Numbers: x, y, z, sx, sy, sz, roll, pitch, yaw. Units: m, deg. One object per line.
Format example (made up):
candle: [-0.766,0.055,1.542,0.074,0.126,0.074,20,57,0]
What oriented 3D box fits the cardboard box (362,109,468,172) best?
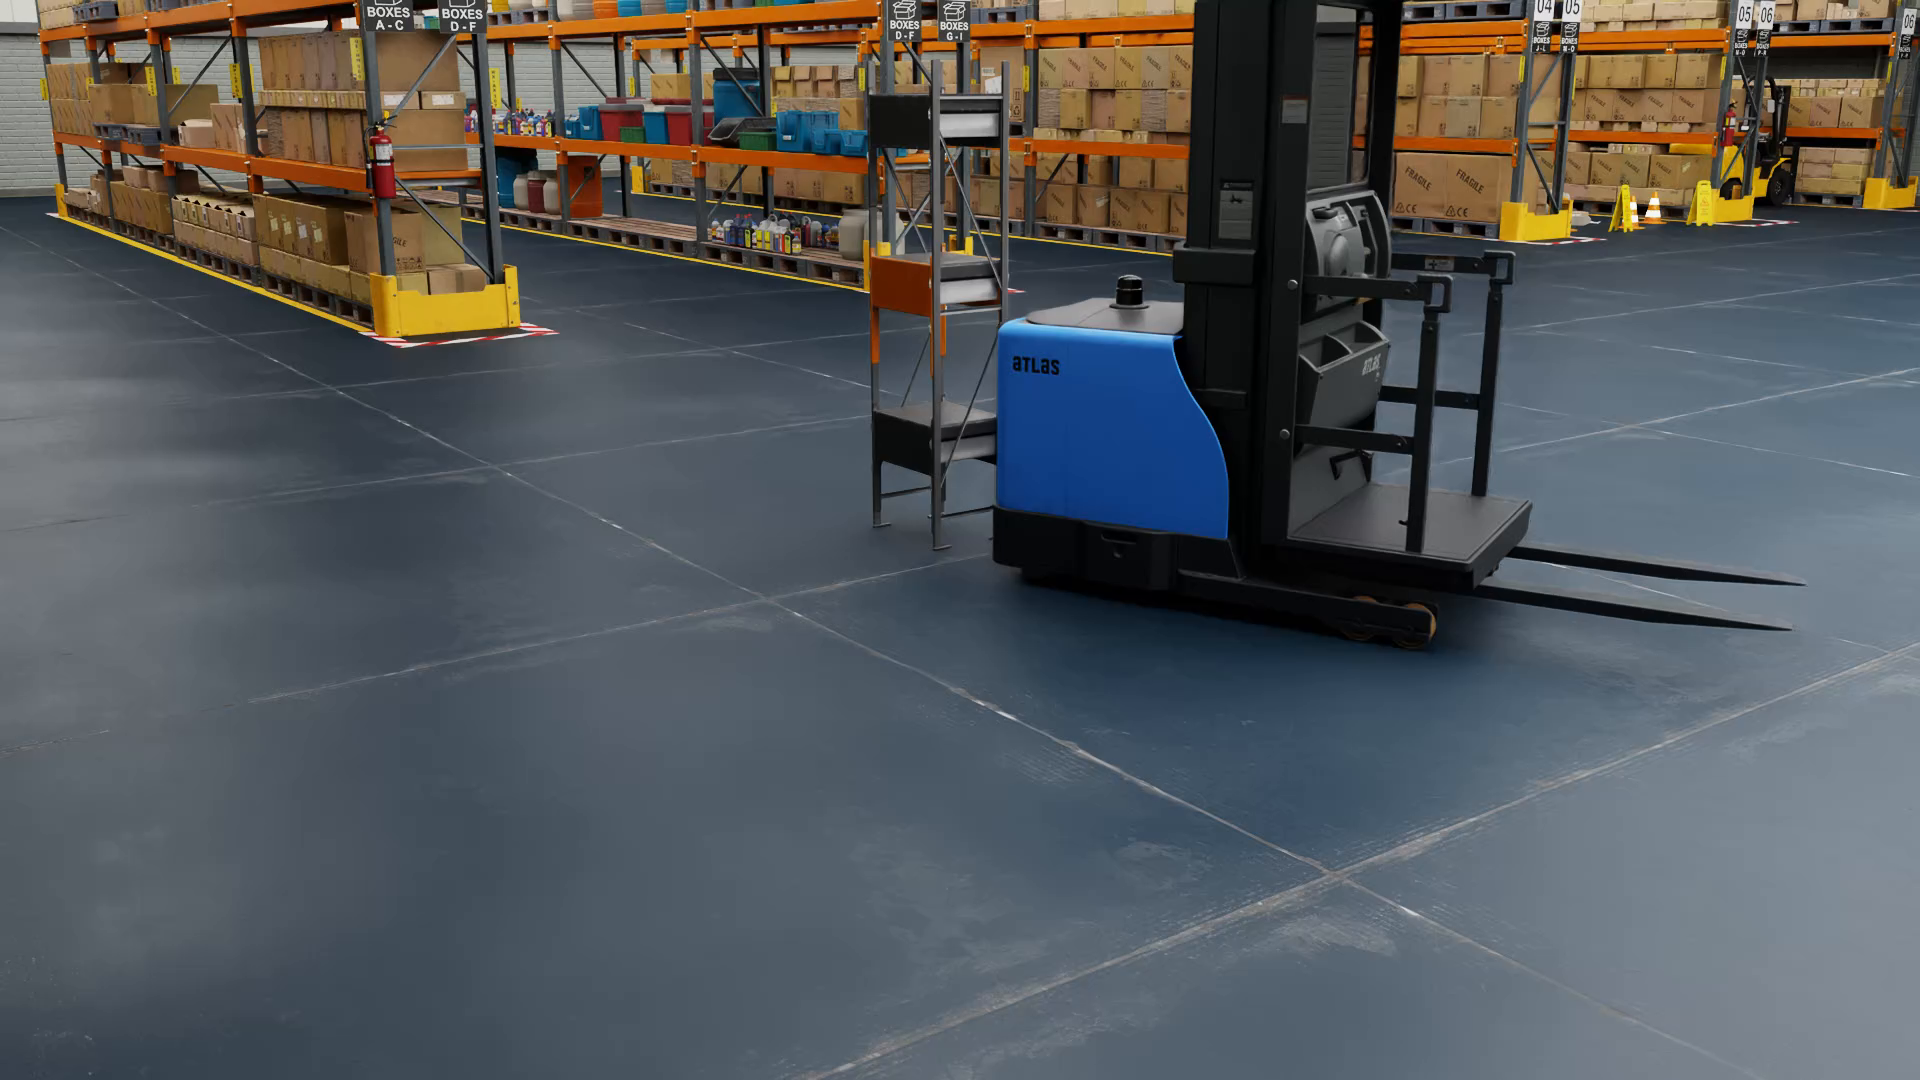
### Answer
cardboard box: [-4.608,-3.386,14.075,0.700,0.500,0.500,-11,19,-35]

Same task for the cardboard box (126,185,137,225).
cardboard box: [-10.702,-4.444,22.031,0.500,0.500,0.500,-11,19,-34]

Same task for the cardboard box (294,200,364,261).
cardboard box: [-5.793,-2.860,15.337,0.500,0.500,0.500,-11,19,-35]

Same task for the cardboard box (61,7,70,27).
cardboard box: [-12.487,-7.449,23.712,0.500,0.250,0.500,-11,19,-35]

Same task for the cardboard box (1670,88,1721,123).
cardboard box: [11.145,-6.576,25.166,0.500,0.500,0.500,-11,19,-36]

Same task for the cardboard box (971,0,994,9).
cardboard box: [0.568,-7.643,23.145,0.797,0.503,0.637,-10,18,-32]

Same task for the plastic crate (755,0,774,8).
plastic crate: [-1.980,-5.823,17.890,0.336,0.188,0.450,-11,19,-35]

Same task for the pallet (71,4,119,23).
pallet: [-11.073,-7.004,22.159,1.213,0.211,1.003,-11,19,-35]

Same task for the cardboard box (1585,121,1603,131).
cardboard box: [10.176,-6.603,26.494,0.380,0.149,0.250,-11,19,-35]

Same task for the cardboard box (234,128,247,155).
cardboard box: [-7.362,-4.184,17.437,0.396,0.266,0.258,-11,19,-36]

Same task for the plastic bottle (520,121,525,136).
plastic bottle: [-6.211,-5.859,23.676,0.097,0.201,0.097,0,15,0]

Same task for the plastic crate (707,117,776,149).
plastic crate: [-2.482,-4.697,19.171,0.767,0.338,0.504,-11,19,-35]

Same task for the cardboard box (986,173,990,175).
cardboard box: [0.733,-7.038,32.215,0.380,0.149,0.250,-12,19,-37]

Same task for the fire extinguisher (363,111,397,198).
fire extinguisher: [-4.650,-3.101,13.371,0.296,0.674,0.183,-11,19,-35]

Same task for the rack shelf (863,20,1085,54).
rack shelf: [0.143,-7.154,23.712,1.077,0.370,4.000,-11,19,-35]

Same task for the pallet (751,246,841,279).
pallet: [-1.605,-3.102,18.511,1.003,0.211,1.213,-11,19,-35]

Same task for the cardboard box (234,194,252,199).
cardboard box: [-8.230,-3.907,19.521,0.500,0.311,0.500,-11,19,-35]

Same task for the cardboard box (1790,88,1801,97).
cardboard box: [14.495,-7.744,28.769,0.380,0.149,0.250,-11,19,-34]

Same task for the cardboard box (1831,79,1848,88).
cardboard box: [14.973,-7.730,28.155,0.380,0.149,0.250,-10,18,-33]

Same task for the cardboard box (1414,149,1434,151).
cardboard box: [9.978,-8.064,35.297,0.500,0.500,0.500,-10,18,-32]

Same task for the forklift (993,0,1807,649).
forklift: [1.673,-1.173,6.308,3.031,2.935,1.130,9,18,29]

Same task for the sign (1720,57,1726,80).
sign: [11.226,-6.940,24.458,0.100,0.325,0.005,-11,19,-35]

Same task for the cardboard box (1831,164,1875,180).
cardboard box: [15.161,-6.255,28.214,0.500,0.250,0.500,-11,19,-35]

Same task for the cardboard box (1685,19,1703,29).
cardboard box: [11.078,-7.717,24.884,0.380,0.149,0.250,-11,19,-34]

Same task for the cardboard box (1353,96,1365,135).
cardboard box: [6.181,-6.123,23.981,0.875,0.550,0.550,-11,19,-35]

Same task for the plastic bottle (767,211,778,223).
plastic bottle: [-2.192,-3.677,19.514,0.144,0.351,0.185,-11,19,-35]

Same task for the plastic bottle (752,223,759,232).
plastic bottle: [-2.320,-3.452,18.840,0.097,0.271,0.097,0,15,0]

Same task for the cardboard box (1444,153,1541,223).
cardboard box: [7.290,-4.833,22.782,0.875,0.875,0.875,-11,19,-34]

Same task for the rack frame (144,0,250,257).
rack frame: [-9.048,-4.944,19.958,1.000,3.000,0.127,-11,19,-35]

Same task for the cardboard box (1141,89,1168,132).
cardboard box: [2.720,-5.288,20.461,0.875,0.500,0.500,-11,19,-35]

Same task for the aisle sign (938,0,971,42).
aisle sign: [-0.056,-5.288,16.290,0.394,0.787,0.004,-11,19,-35]

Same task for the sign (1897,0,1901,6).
sign: [15.253,-8.837,26.970,0.100,0.325,0.005,-11,19,-35]

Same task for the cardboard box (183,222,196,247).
cardboard box: [-8.681,-3.556,19.299,0.500,0.250,0.500,-12,19,-36]

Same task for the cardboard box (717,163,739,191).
cardboard box: [-3.708,-6.666,29.479,0.875,0.875,0.875,-11,19,-35]

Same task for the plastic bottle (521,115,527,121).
plastic bottle: [-6.286,-5.982,23.971,0.061,0.283,0.133,-11,19,-35]

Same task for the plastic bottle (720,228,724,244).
plastic bottle: [-2.735,-3.541,19.299,0.097,0.201,0.097,0,15,0]

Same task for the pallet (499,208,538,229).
pallet: [-6.250,-4.789,24.675,1.003,0.211,1.213,-11,19,-35]

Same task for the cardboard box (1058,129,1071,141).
cardboard box: [1.508,-5.309,21.765,0.380,0.149,0.250,-11,19,-35]

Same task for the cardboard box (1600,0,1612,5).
cardboard box: [10.237,-8.438,26.008,0.380,0.149,0.250,-10,18,-33]

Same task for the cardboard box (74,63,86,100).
cardboard box: [-12.210,-6.505,23.579,0.500,0.500,0.500,-11,19,-36]

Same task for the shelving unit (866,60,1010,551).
shelving unit: [-0.097,-1.048,7.428,0.431,2.100,0.503,-11,19,-35]

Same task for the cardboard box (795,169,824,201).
cardboard box: [-1.940,-6.001,27.048,1.225,0.875,0.875,-11,19,-34]

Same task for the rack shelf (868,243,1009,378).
rack shelf: [-0.097,-1.035,7.432,0.431,0.518,0.480,-11,19,-35]

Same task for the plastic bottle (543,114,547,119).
plastic bottle: [-6.171,-6.209,24.813,0.152,0.276,0.135,-11,19,-35]

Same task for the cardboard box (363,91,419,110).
cardboard box: [-4.723,-3.649,13.808,0.380,0.149,0.250,-11,19,-35]

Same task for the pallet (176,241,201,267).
pallet: [-8.595,-3.417,19.662,1.003,0.211,1.213,-11,19,-35]

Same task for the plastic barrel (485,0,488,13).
plastic barrel: [-7.284,-8.130,24.863,0.433,0.535,0.433,0,15,0]

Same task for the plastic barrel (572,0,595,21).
plastic barrel: [-4.732,-7.192,21.538,0.600,0.901,0.600,0,15,0]

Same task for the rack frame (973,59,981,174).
rack frame: [0.687,-8.083,31.428,1.000,3.000,0.127,-11,19,-35]

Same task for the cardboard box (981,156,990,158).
cardboard box: [0.538,-7.372,32.305,0.380,0.149,0.250,-10,18,-32]

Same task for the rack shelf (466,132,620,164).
rack shelf: [-6.215,-5.792,24.420,1.077,0.370,4.000,-11,19,-35]

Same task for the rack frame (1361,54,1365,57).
rack frame: [8.644,-9.645,37.132,1.000,3.000,0.127,-11,19,-35]

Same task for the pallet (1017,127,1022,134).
pallet: [0.164,-5.972,24.077,1.003,0.211,1.213,-11,19,-35]

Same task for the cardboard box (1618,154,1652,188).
cardboard box: [10.696,-5.790,26.043,0.500,0.500,0.500,-10,18,-33]

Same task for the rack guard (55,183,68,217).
rack guard: [-13.707,-5.430,26.470,1.175,0.500,0.348,-11,19,-35]
